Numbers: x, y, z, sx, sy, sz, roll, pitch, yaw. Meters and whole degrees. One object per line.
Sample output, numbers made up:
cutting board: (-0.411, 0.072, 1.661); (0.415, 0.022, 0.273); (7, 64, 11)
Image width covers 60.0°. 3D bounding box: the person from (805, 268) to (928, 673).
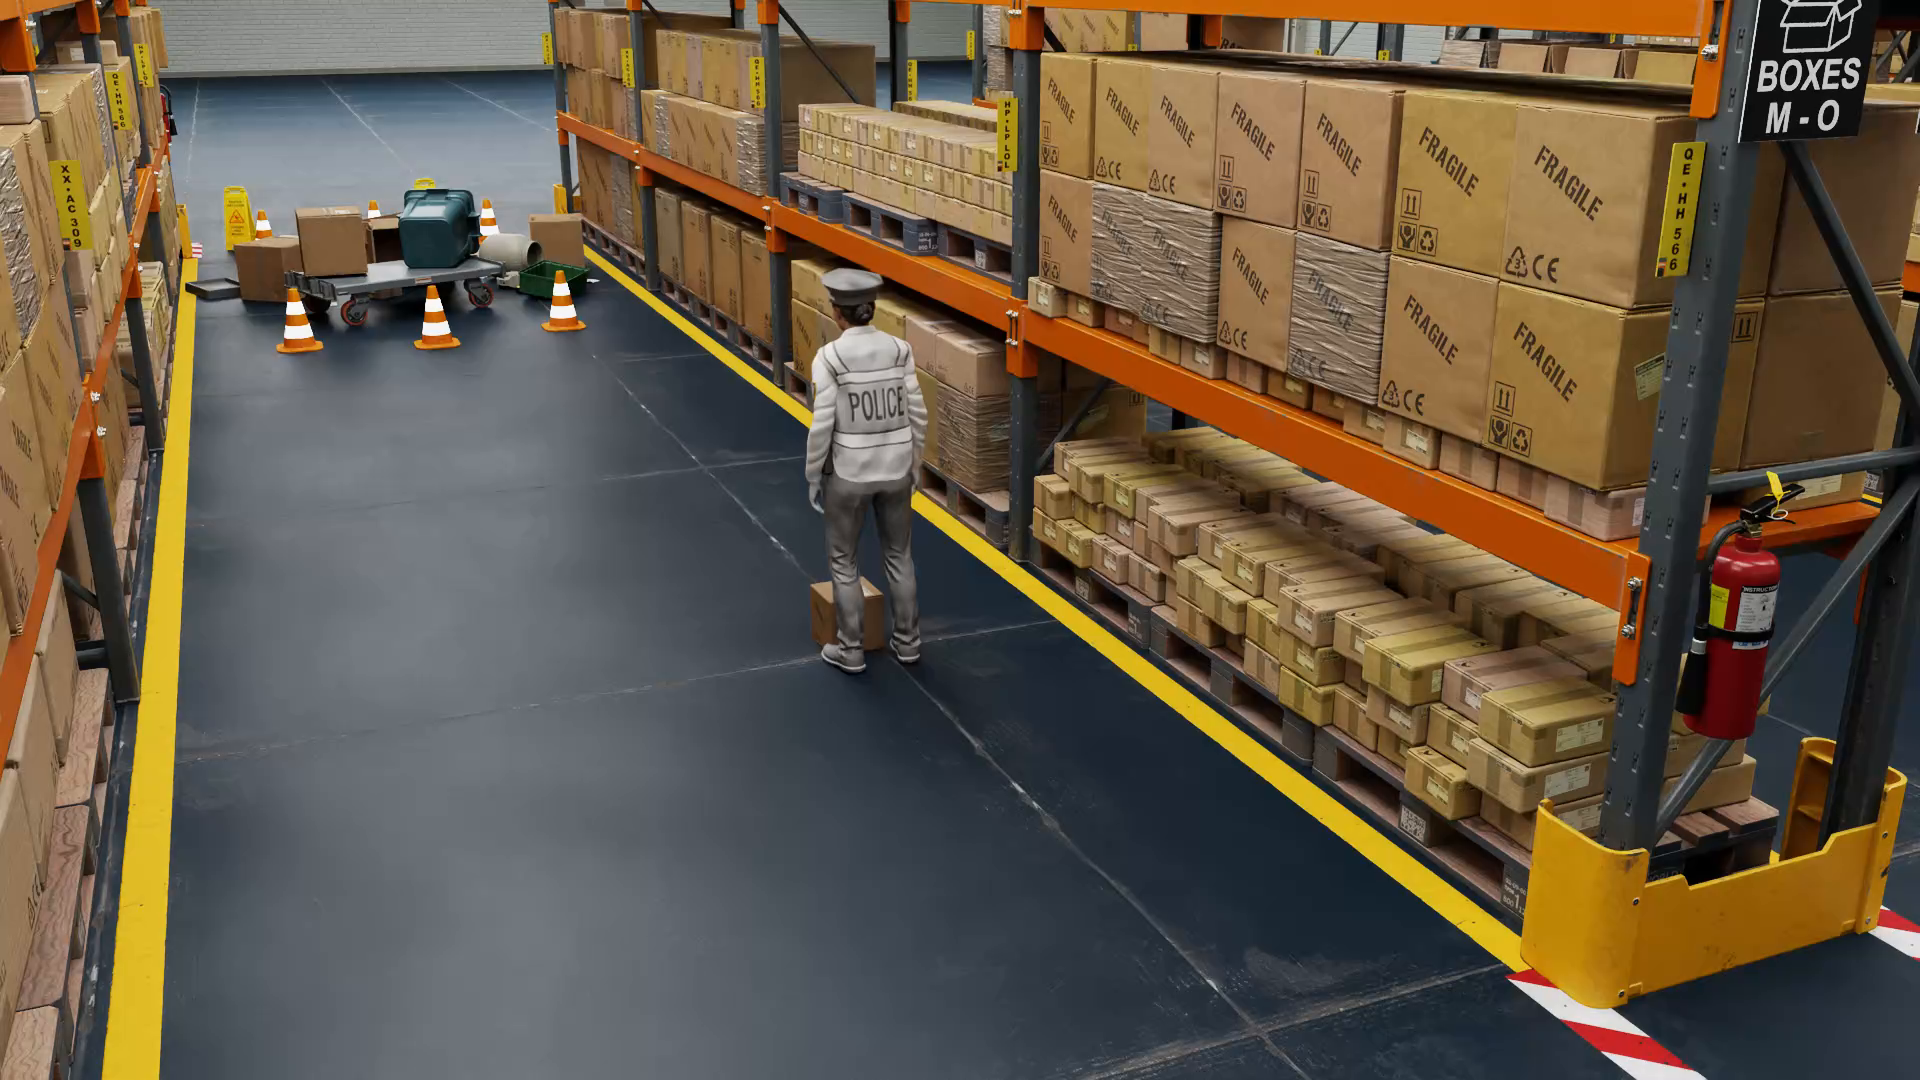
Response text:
person: (-0.388, -0.263, 6.827); (0.524, 1.662, 0.373); (-9, 21, -24)
